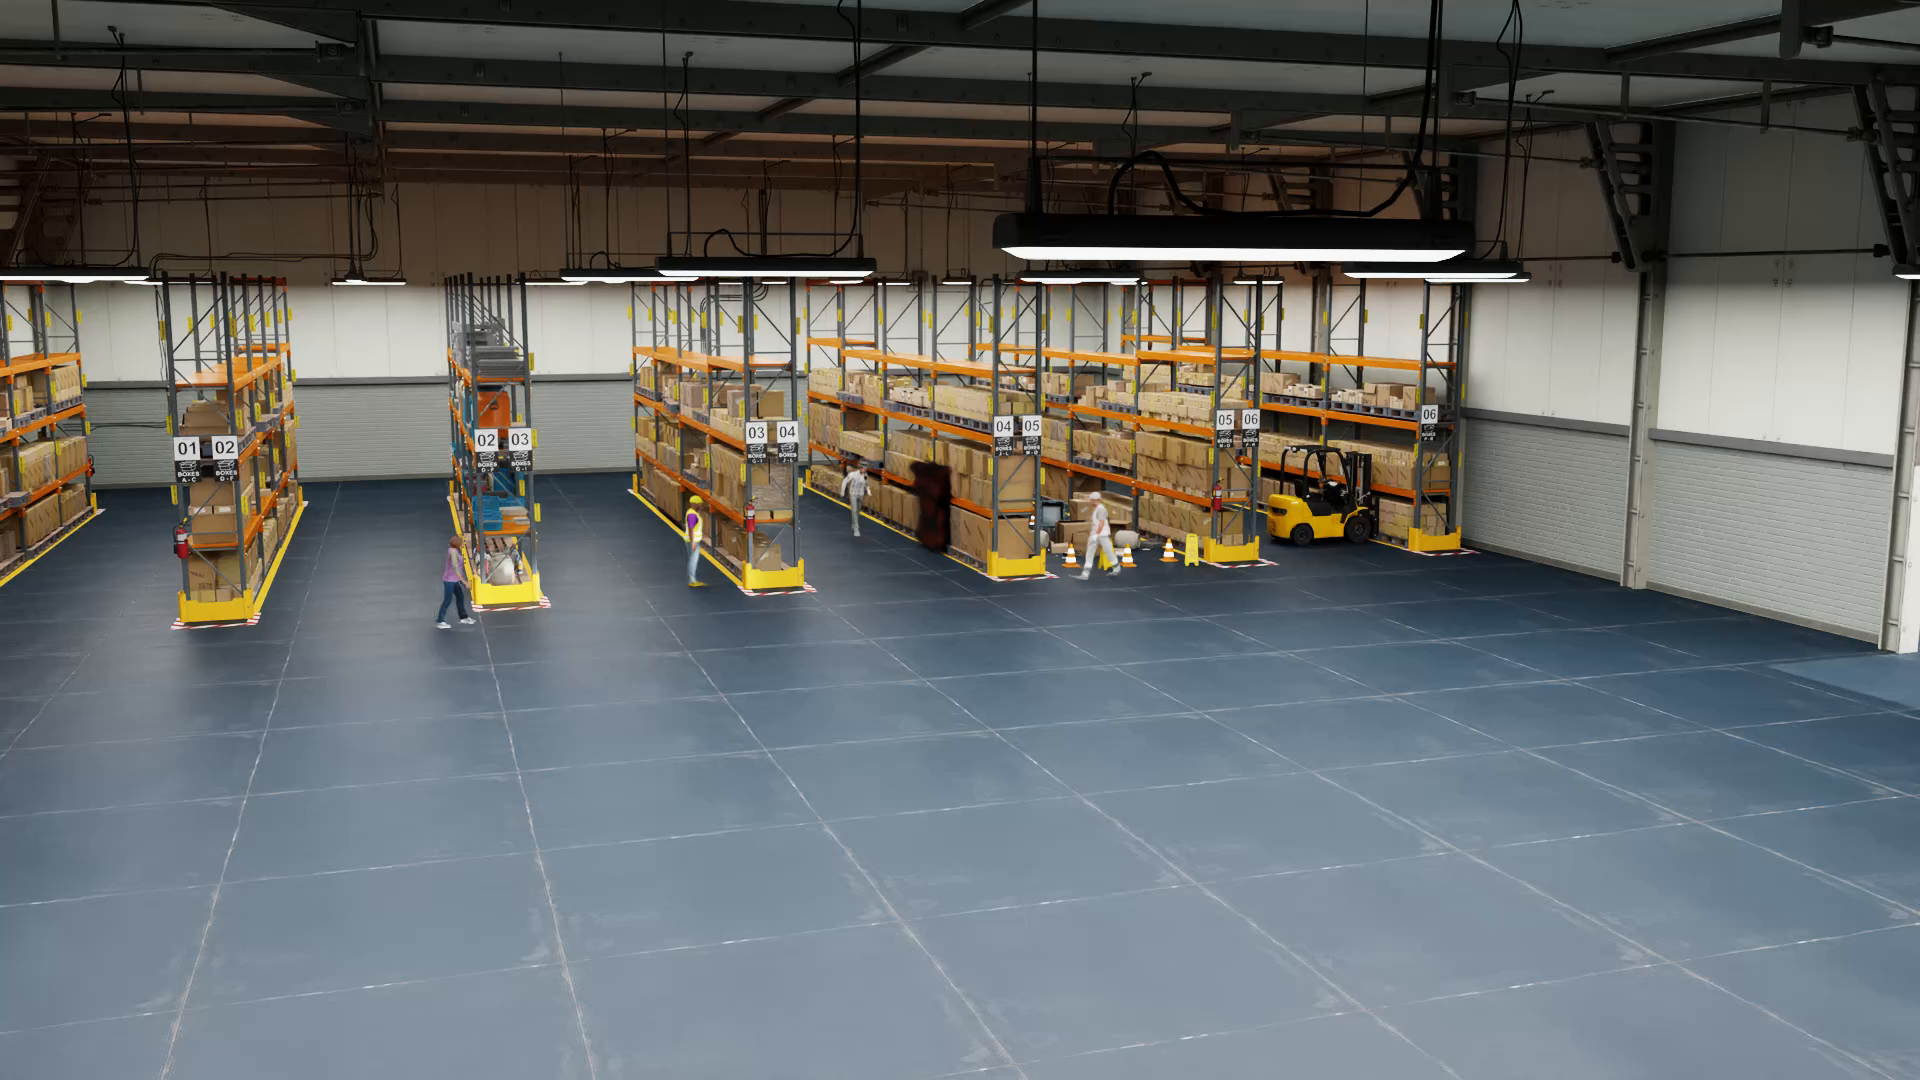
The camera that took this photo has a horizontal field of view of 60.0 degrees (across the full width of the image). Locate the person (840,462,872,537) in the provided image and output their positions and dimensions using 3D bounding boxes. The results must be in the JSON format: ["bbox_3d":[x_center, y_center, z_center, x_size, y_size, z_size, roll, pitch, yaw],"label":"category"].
[{"bbox_3d":[-2.332,-0.953,37.256,0.652,1.634,0.922,-3,9,-17],"label":"person"}]

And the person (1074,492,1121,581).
[{"bbox_3d":[2.738,-0.079,32.830,1.057,1.745,0.484,-8,12,-42],"label":"person"}]

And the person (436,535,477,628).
[{"bbox_3d":[-8.616,0.697,28.320,0.618,1.581,0.570,-1,9,-10],"label":"person"}]

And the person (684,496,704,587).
[{"bbox_3d":[-5.129,0.019,32.082,0.404,1.768,0.610,0,9,3],"label":"person"}]
